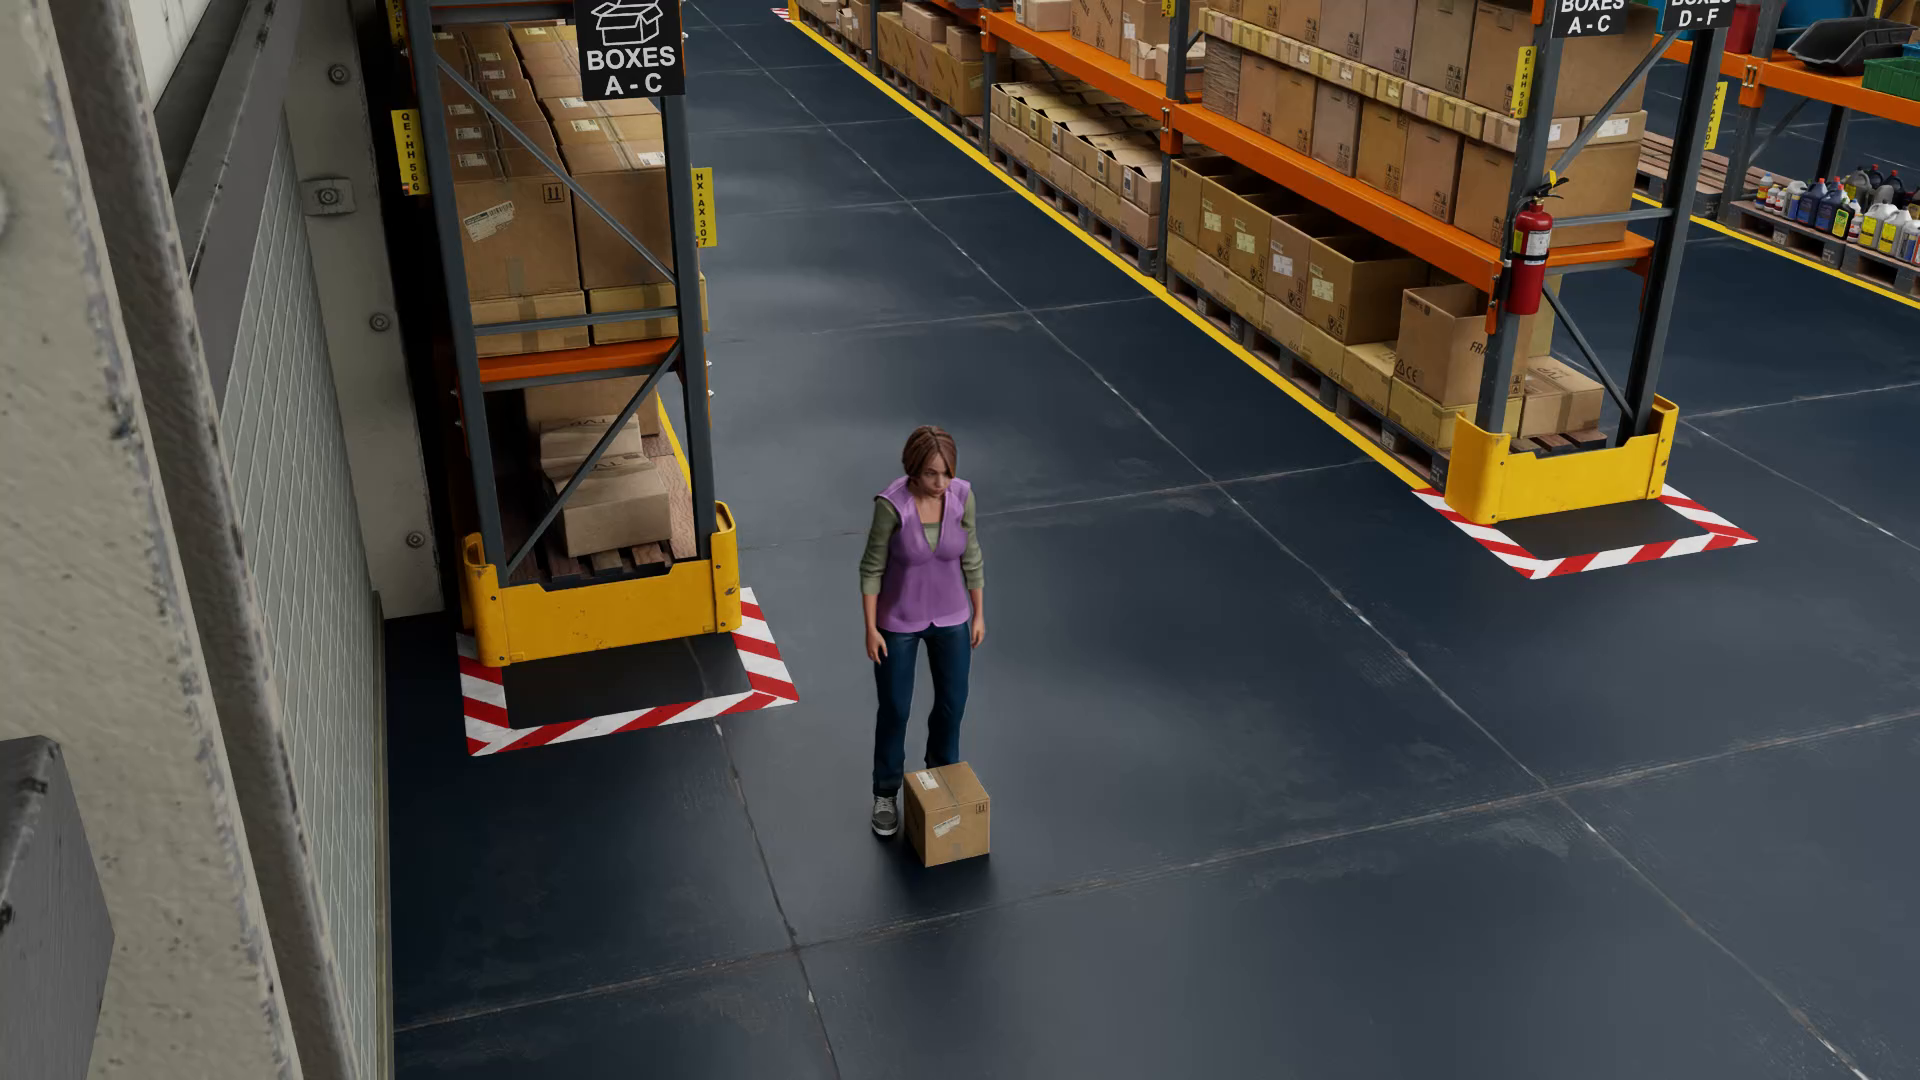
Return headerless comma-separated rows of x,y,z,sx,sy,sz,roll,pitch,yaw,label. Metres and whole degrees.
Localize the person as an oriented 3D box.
-0.131,0.309,6.013,0.467,1.593,0.350,-9,28,-16,person
